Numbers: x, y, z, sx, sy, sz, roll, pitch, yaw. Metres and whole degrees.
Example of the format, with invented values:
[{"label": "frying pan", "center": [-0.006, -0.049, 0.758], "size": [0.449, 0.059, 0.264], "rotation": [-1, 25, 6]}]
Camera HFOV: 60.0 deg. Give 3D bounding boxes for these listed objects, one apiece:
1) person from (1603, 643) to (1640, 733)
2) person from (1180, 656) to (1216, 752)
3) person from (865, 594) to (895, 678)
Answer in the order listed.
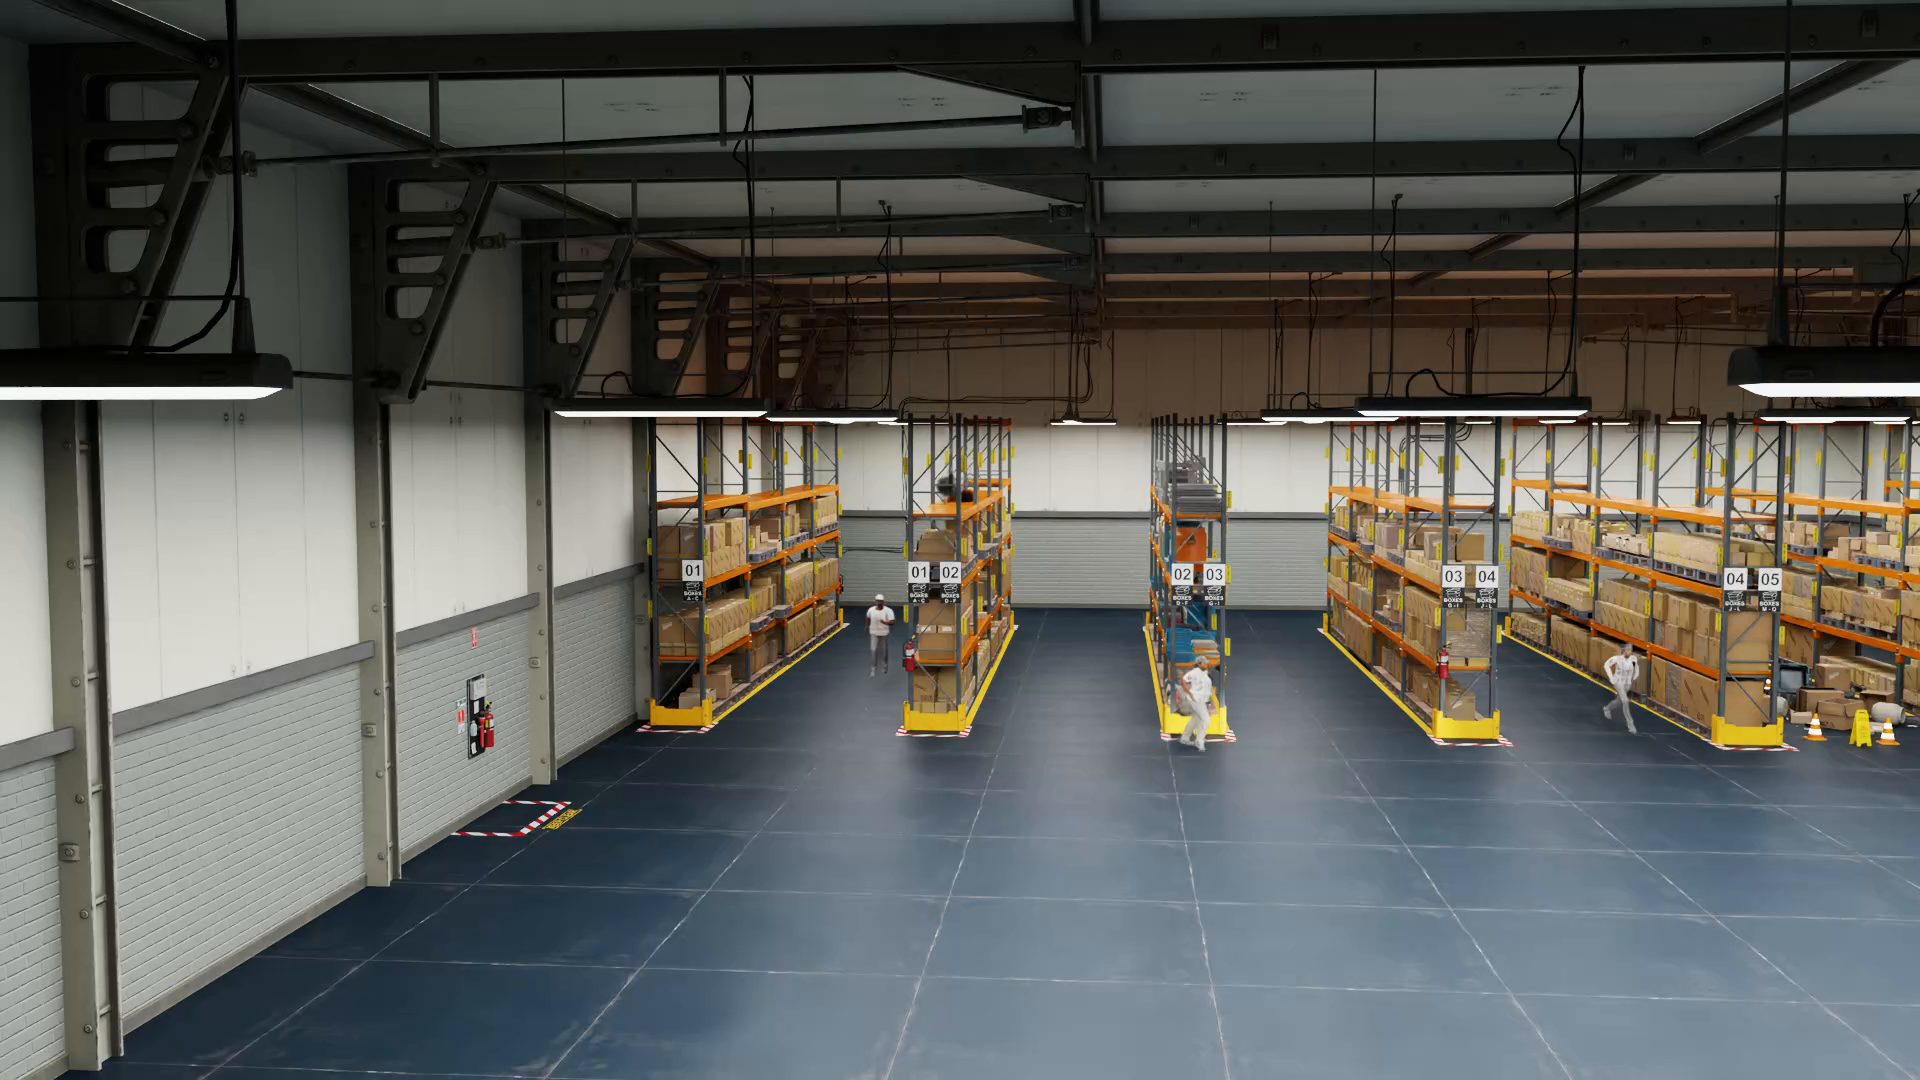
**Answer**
[{"label": "person", "center": [12.609, 2.767, 31.707], "size": [0.619, 1.684, 1.044], "rotation": [-1, 4, -13]}, {"label": "person", "center": [4.244, 2.919, 29.652], "size": [0.670, 1.727, 0.589], "rotation": [2, 4, 29]}, {"label": "person", "center": [-1.781, 2.091, 36.710], "size": [0.692, 1.790, 0.883], "rotation": [0, 4, 7]}]
